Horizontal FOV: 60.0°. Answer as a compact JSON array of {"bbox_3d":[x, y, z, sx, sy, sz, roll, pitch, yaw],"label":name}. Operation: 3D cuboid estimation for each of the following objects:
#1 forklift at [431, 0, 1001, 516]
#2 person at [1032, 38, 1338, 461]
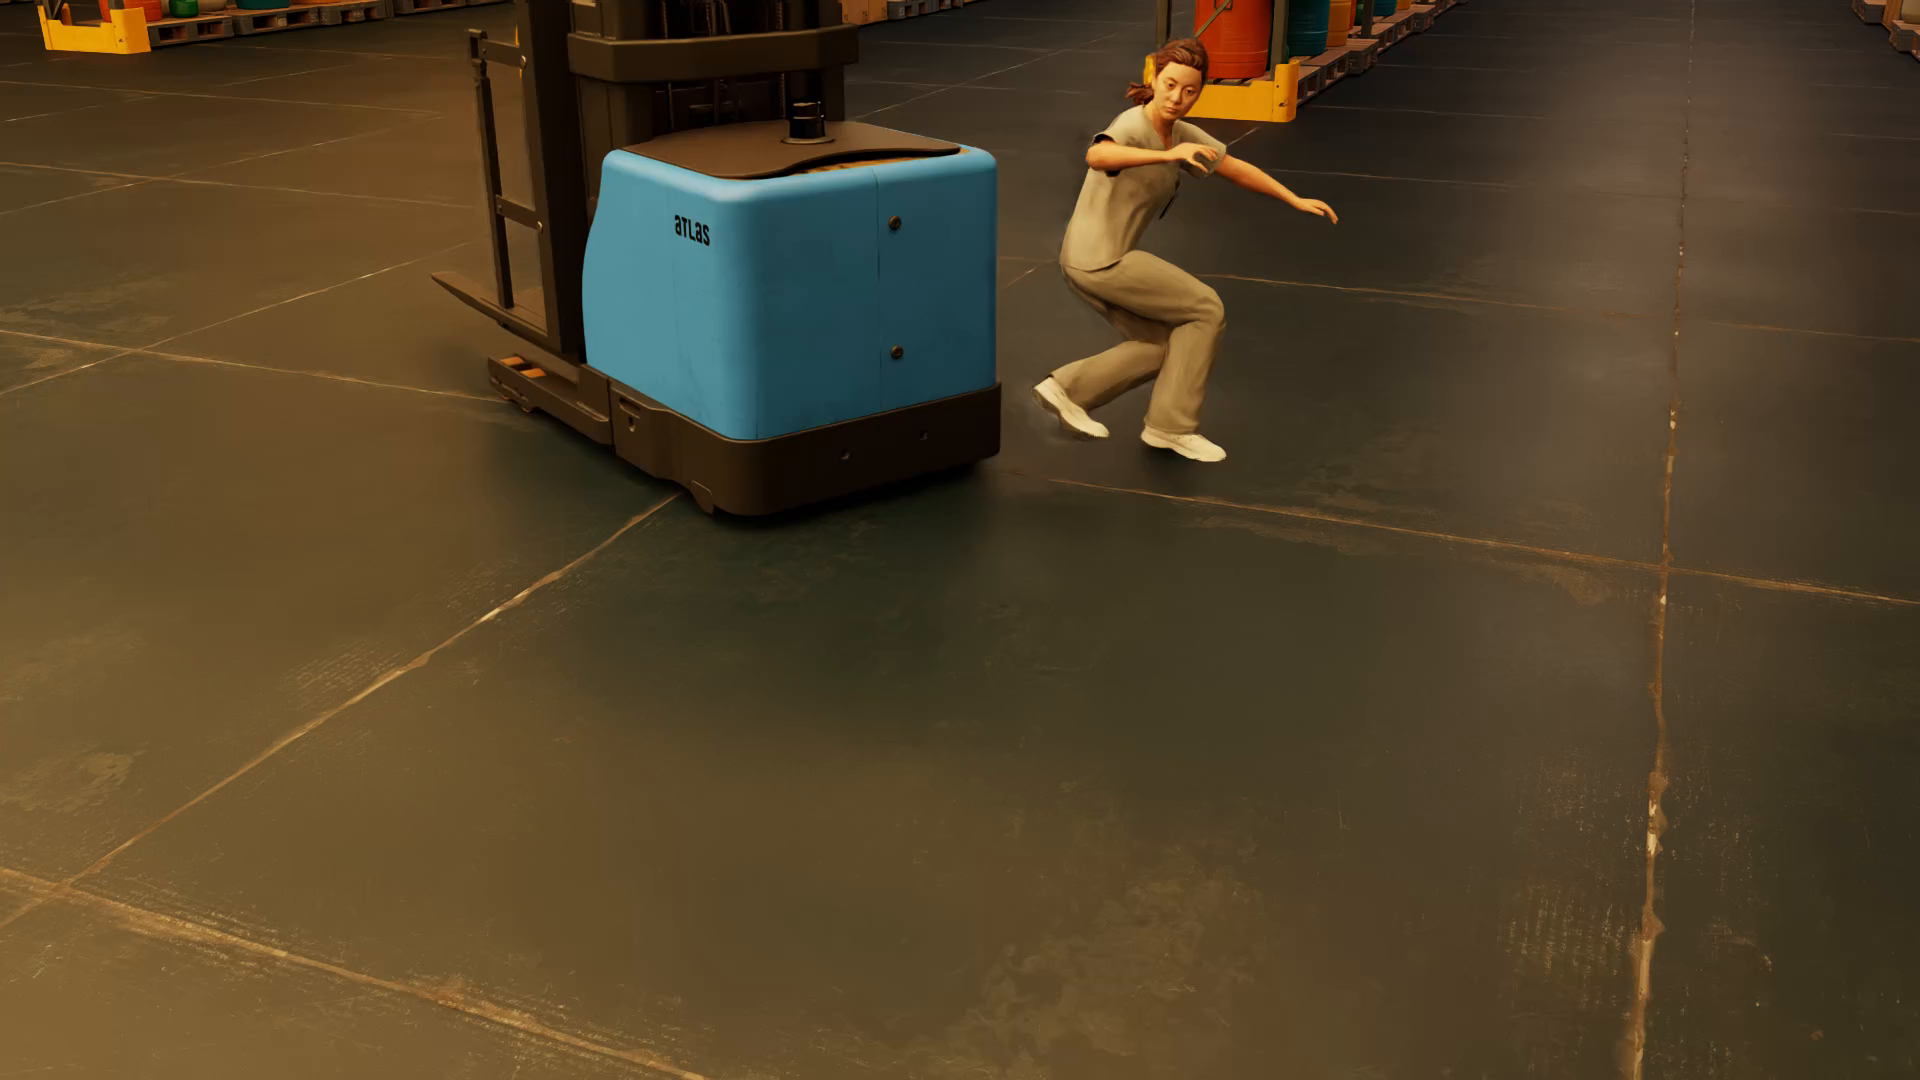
[{"bbox_3d":[-1.151,-1.930,5.909,1.130,2.935,3.031,-16,28,-34],"label":"forklift"},{"bbox_3d":[0.756,-0.929,5.531,1.016,1.406,0.698,2,23,5],"label":"person"}]
